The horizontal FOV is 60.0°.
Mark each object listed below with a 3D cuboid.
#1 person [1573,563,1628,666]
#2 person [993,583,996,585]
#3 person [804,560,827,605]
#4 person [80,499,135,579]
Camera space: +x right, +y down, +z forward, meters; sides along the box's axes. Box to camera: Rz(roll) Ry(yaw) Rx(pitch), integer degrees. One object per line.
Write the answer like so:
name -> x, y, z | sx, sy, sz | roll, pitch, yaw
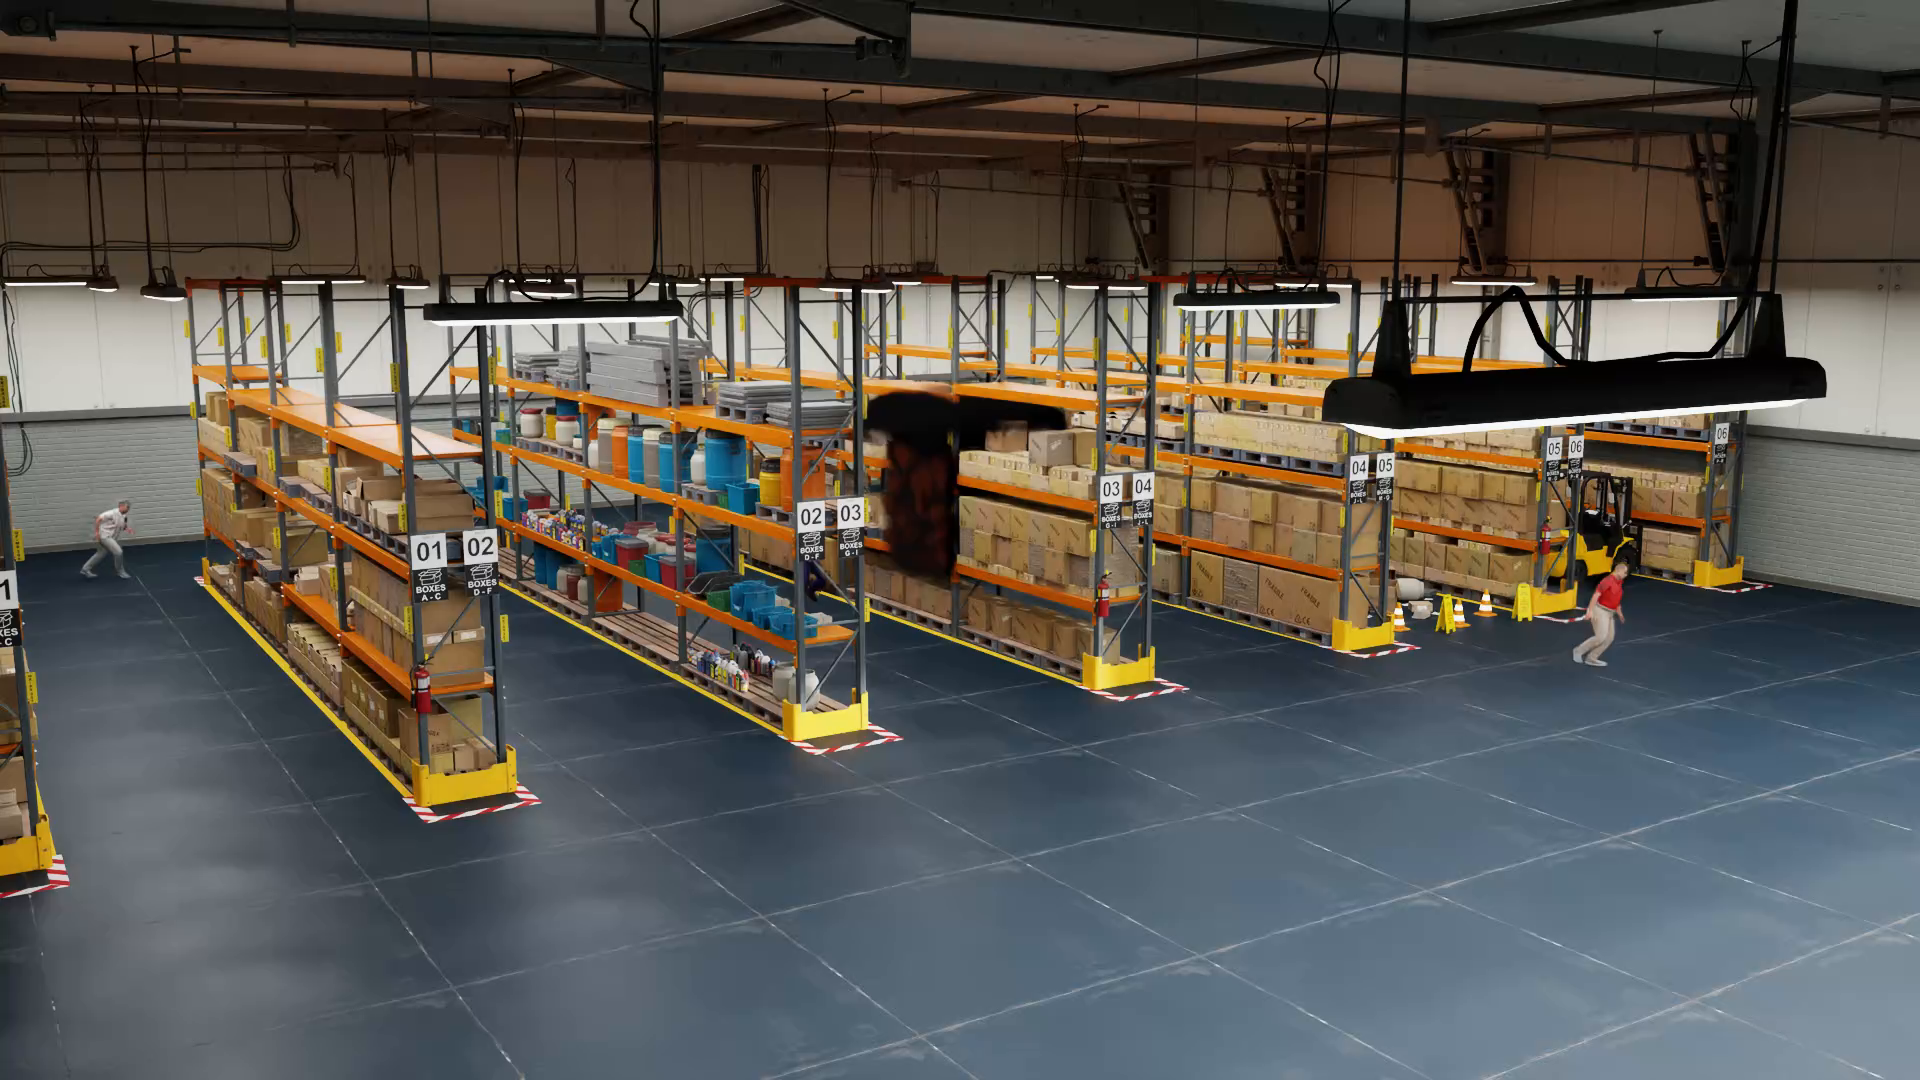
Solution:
person -> 10.057, 1.164, 26.089 | 0.646, 1.648, 0.809 | 9, 13, 43
person -> 0.500, 0.058, 33.026 | 0.975, 1.623, 0.600 | 9, 13, 44
person -> -2.656, 0.423, 29.726 | 0.827, 1.547, 0.608 | 9, 13, 43
person -> -17.073, -0.014, 33.283 | 1.063, 1.594, 0.696 | 0, 10, -2
